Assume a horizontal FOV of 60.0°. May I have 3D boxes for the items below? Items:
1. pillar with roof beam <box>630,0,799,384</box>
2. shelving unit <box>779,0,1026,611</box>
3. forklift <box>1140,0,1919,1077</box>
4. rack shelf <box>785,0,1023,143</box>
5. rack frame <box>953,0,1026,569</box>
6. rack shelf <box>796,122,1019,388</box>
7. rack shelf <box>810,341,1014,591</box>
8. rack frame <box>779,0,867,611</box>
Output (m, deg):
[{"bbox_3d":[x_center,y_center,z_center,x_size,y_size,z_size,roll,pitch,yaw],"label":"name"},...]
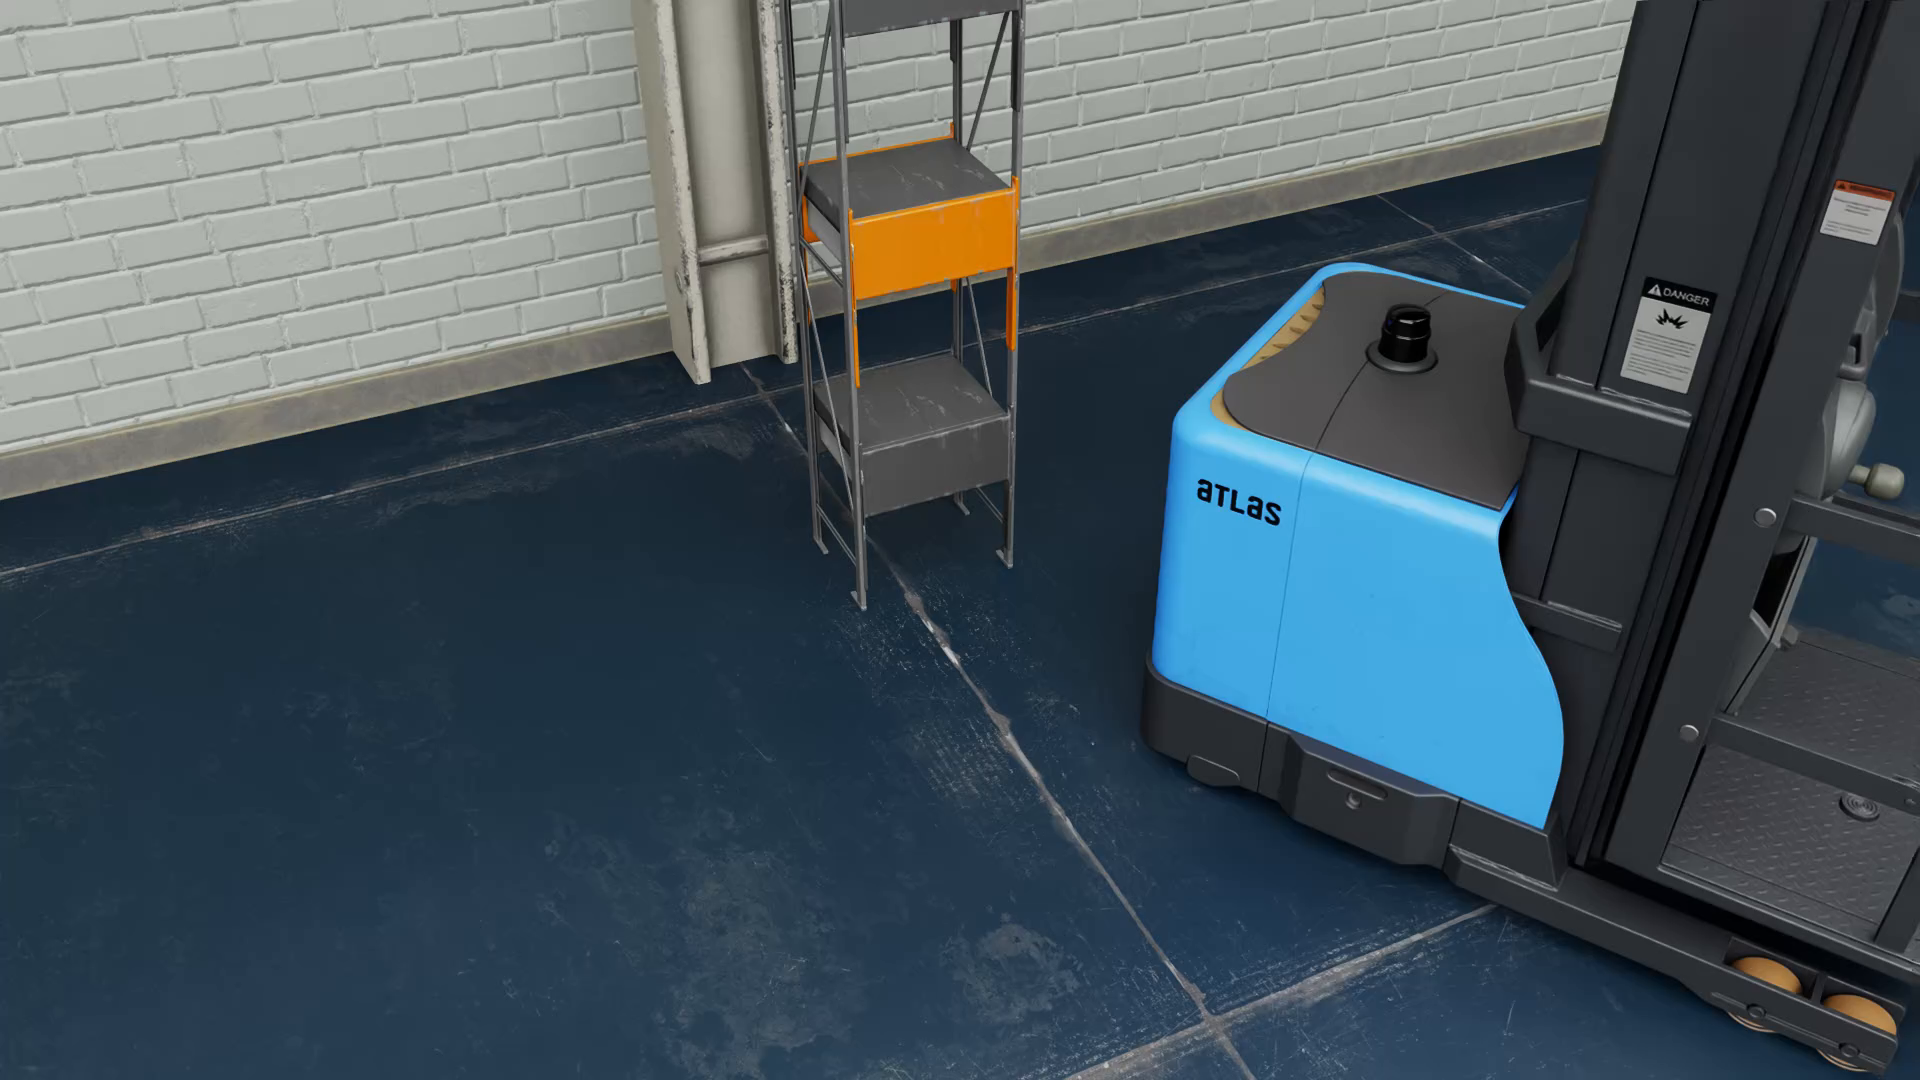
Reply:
[{"bbox_3d":[0.991,-1.986,0.374,0.400,9.000,9.100,-16,39,-20],"label":"pillar with roof beam"},{"bbox_3d":[-0.150,-0.801,4.568,0.503,2.100,0.431,-16,39,-20],"label":"shelving unit"},{"bbox_3d":[1.999,-0.371,3.290,3.031,2.935,1.130,21,41,26],"label":"forklift"},{"bbox_3d":[-0.150,-1.353,4.159,0.480,0.518,0.431,-16,39,-20],"label":"rack shelf"},{"bbox_3d":[0.071,-0.863,4.651,0.015,2.100,0.400,-16,39,-20],"label":"rack frame"},{"bbox_3d":[-0.150,-0.790,4.576,0.480,0.518,0.431,-16,39,-20],"label":"rack shelf"},{"bbox_3d":[-0.150,-0.228,4.993,0.480,0.518,0.431,-16,39,-20],"label":"rack shelf"},{"bbox_3d":[-0.371,-0.740,4.485,0.015,2.100,0.400,-16,39,-20],"label":"rack frame"}]
